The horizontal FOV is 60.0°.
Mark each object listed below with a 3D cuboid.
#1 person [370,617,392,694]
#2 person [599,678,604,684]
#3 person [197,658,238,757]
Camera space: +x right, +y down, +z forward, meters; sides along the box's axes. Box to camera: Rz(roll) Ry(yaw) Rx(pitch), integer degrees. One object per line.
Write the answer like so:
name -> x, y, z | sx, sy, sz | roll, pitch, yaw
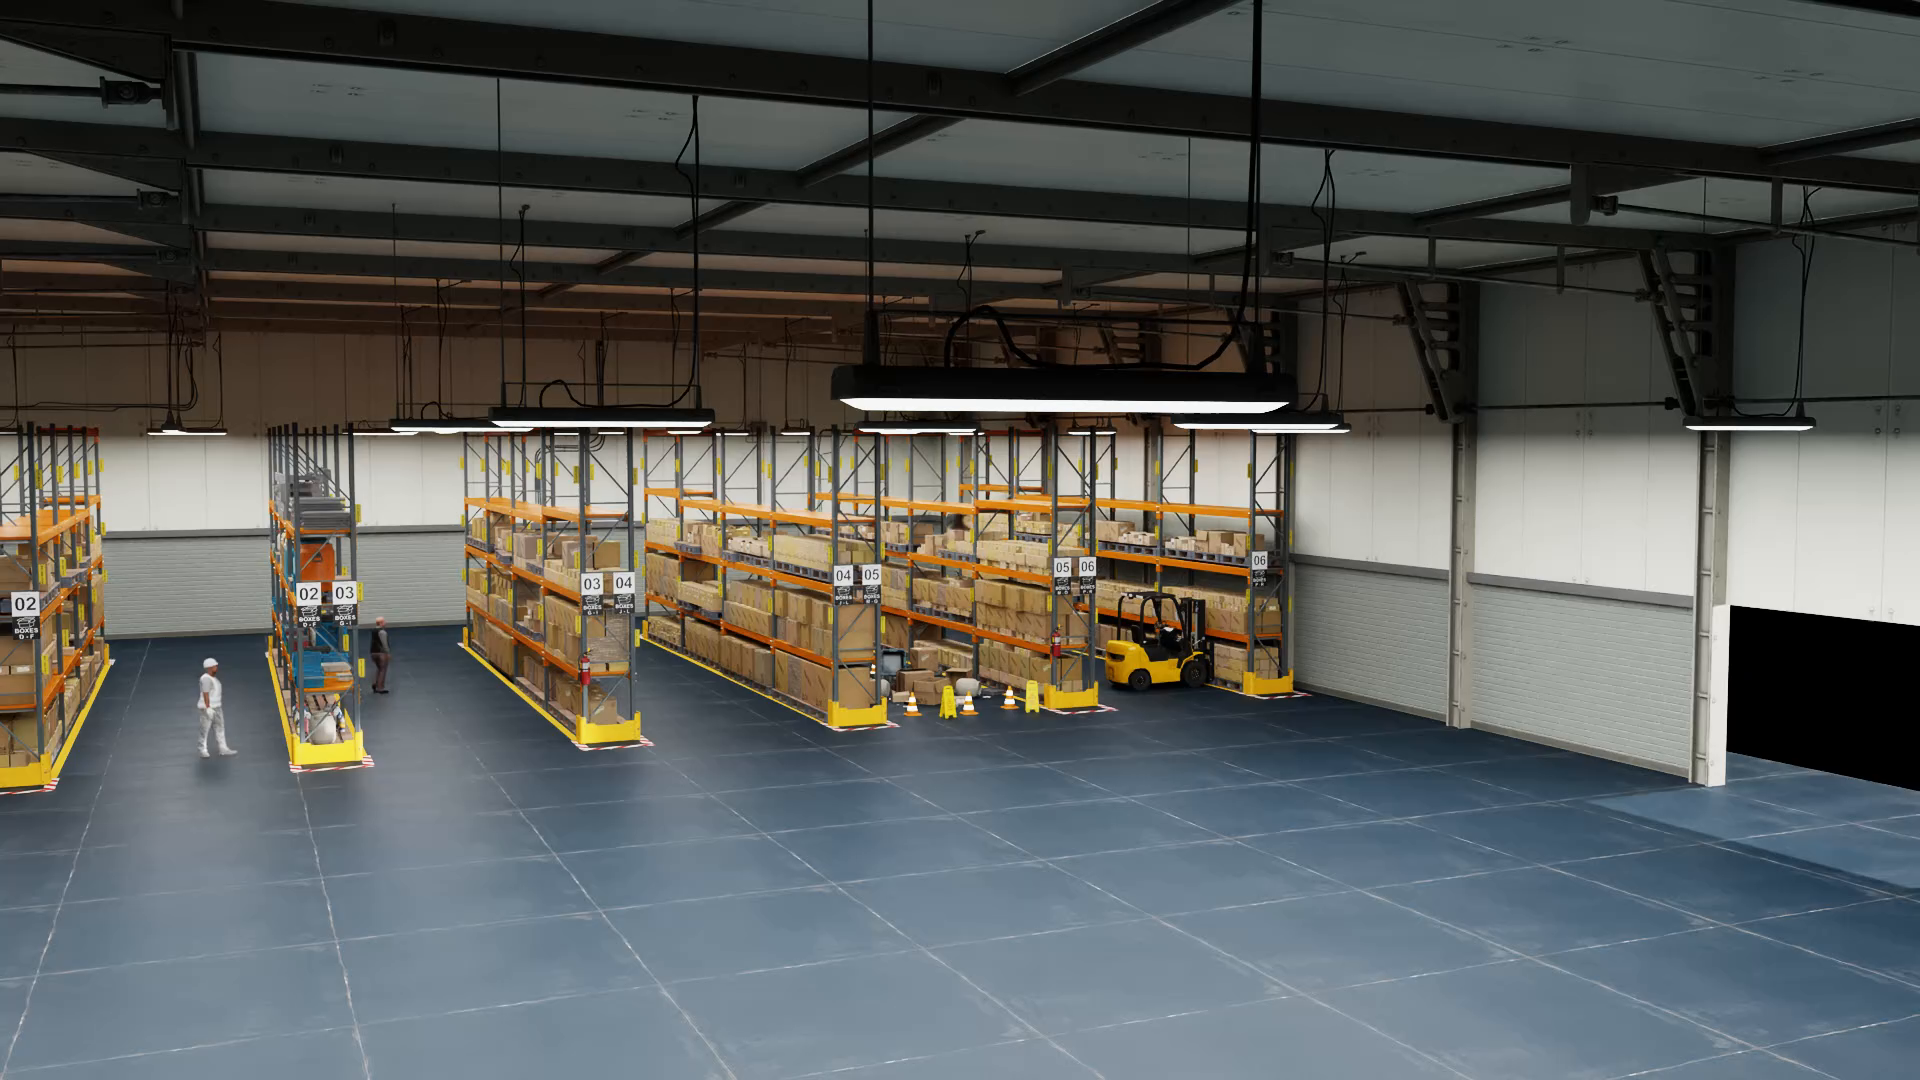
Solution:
person -> -13.014, 2.600, 37.350 | 0.564, 1.754, 0.500 | 1, 4, 23
person -> -8.418, 2.522, 39.216 | 0.666, 1.652, 0.972 | -2, 4, -24
person -> -13.399, 3.012, 29.855 | 0.621, 1.780, 0.604 | 0, 3, 5
